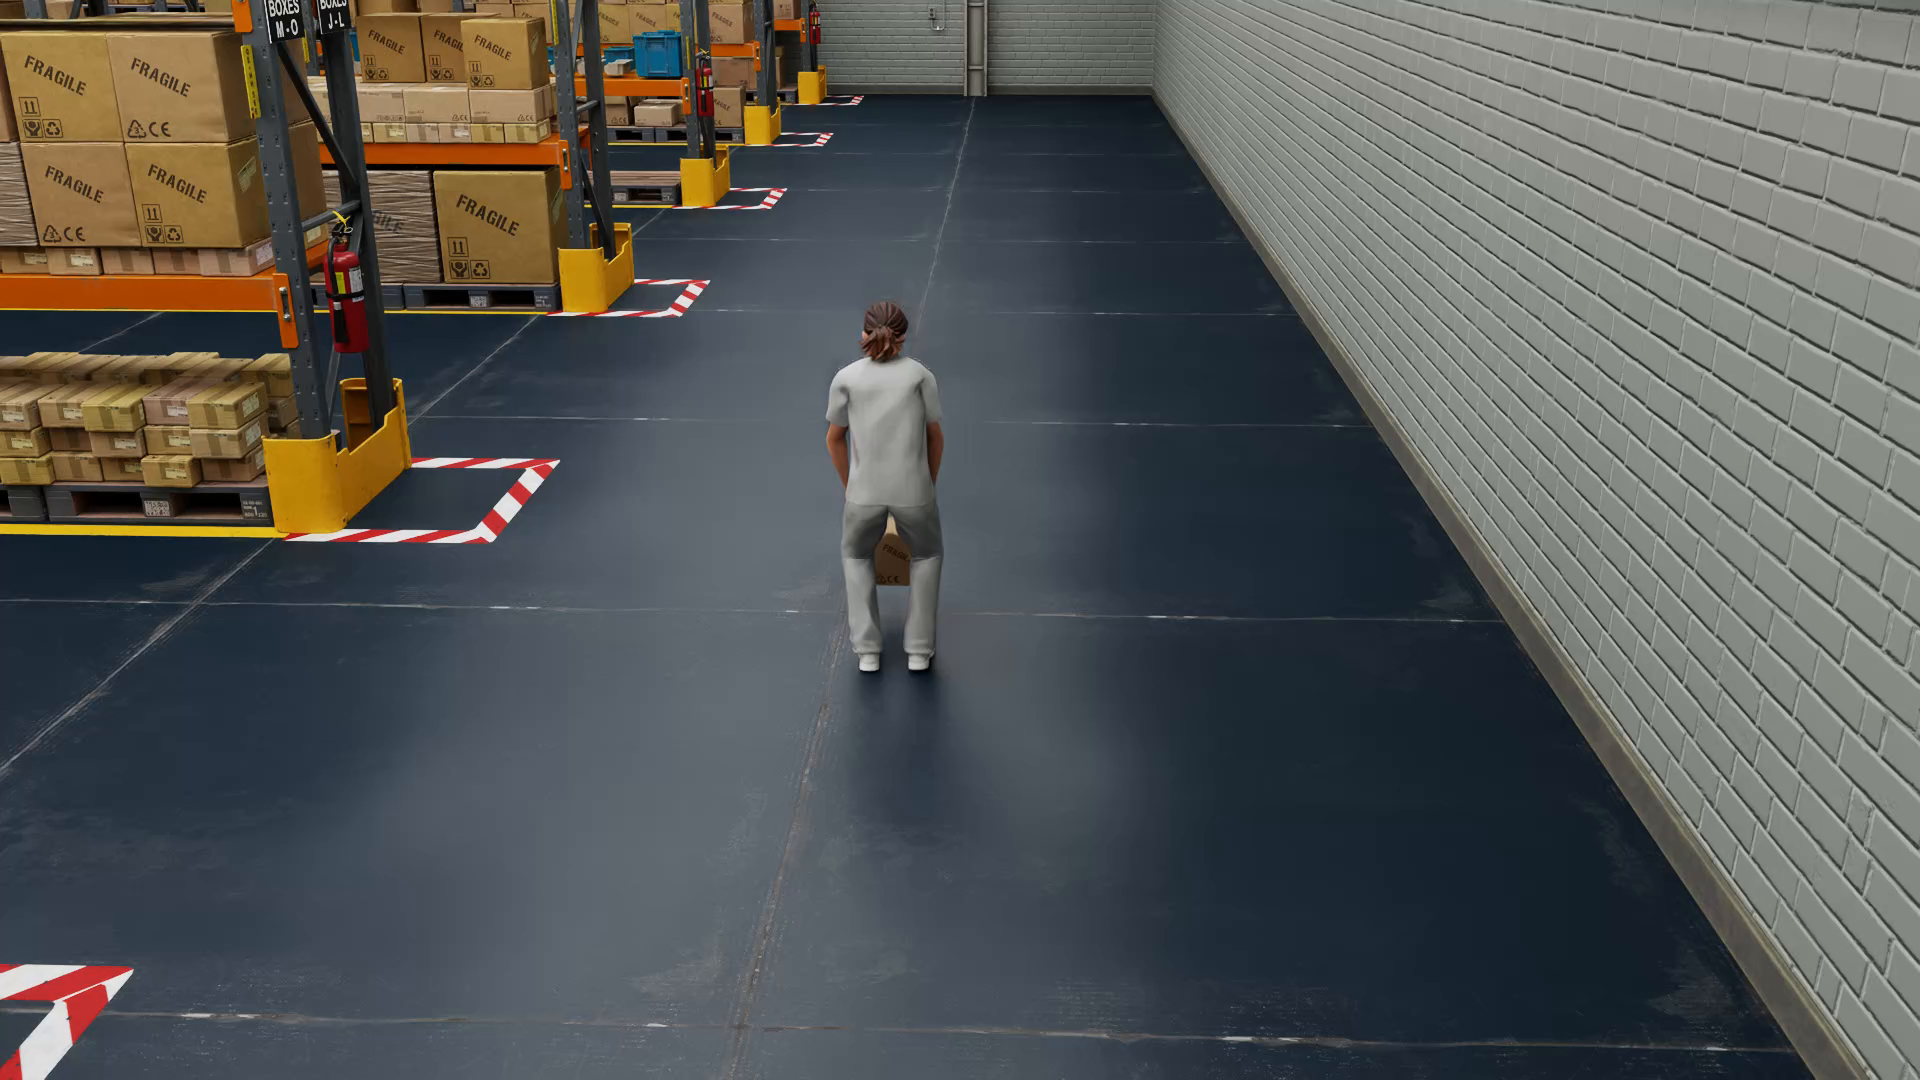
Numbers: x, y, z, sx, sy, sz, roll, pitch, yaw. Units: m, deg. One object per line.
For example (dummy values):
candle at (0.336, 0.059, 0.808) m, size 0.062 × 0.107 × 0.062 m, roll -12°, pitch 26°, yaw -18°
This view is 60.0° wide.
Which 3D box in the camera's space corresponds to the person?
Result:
person at (-0.309, -0.202, 6.851) m, size 0.483 × 1.515 × 0.532 m, roll 1°, pitch 21°, yaw 2°
